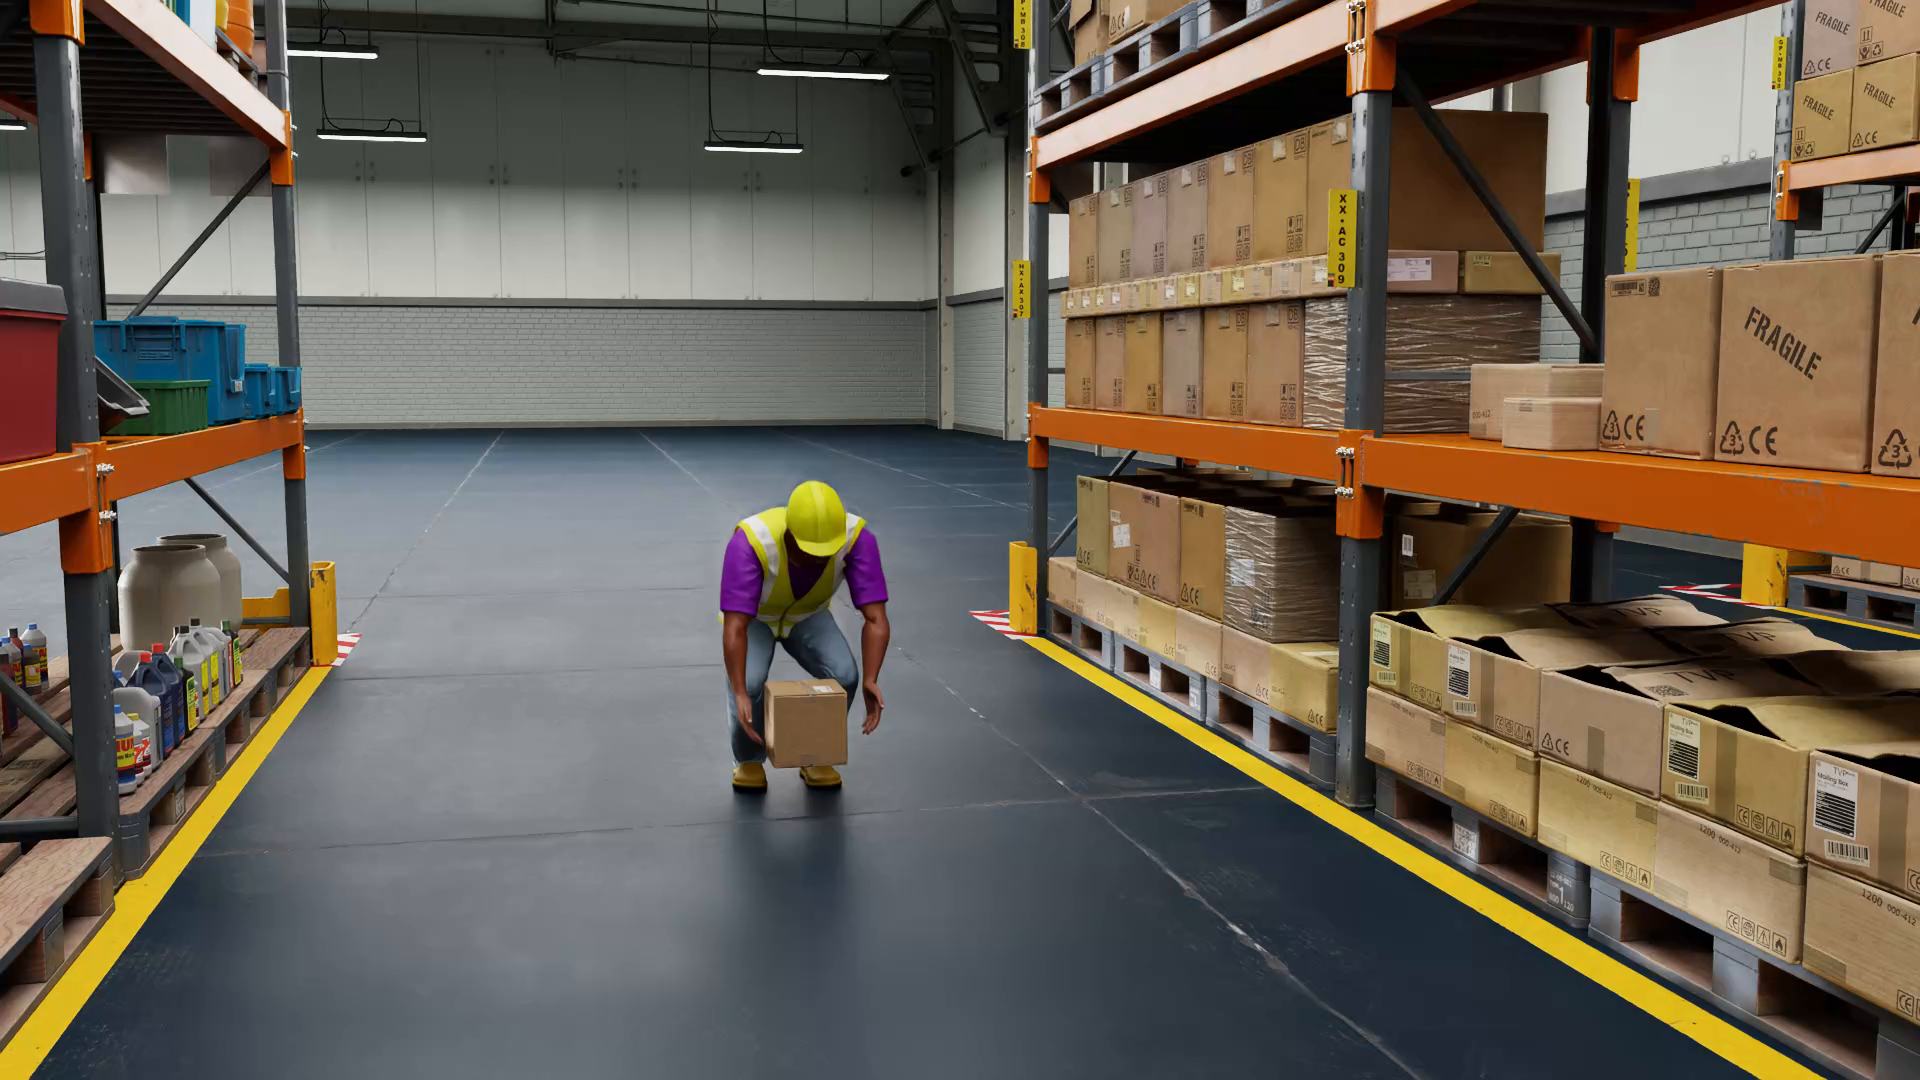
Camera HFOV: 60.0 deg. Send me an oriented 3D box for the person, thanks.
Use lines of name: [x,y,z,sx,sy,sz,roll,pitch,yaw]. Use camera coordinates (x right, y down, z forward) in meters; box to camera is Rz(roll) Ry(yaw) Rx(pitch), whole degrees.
person: [-0.585,0.338,6.069,0.612,1.156,0.852,-2,6,-14]
